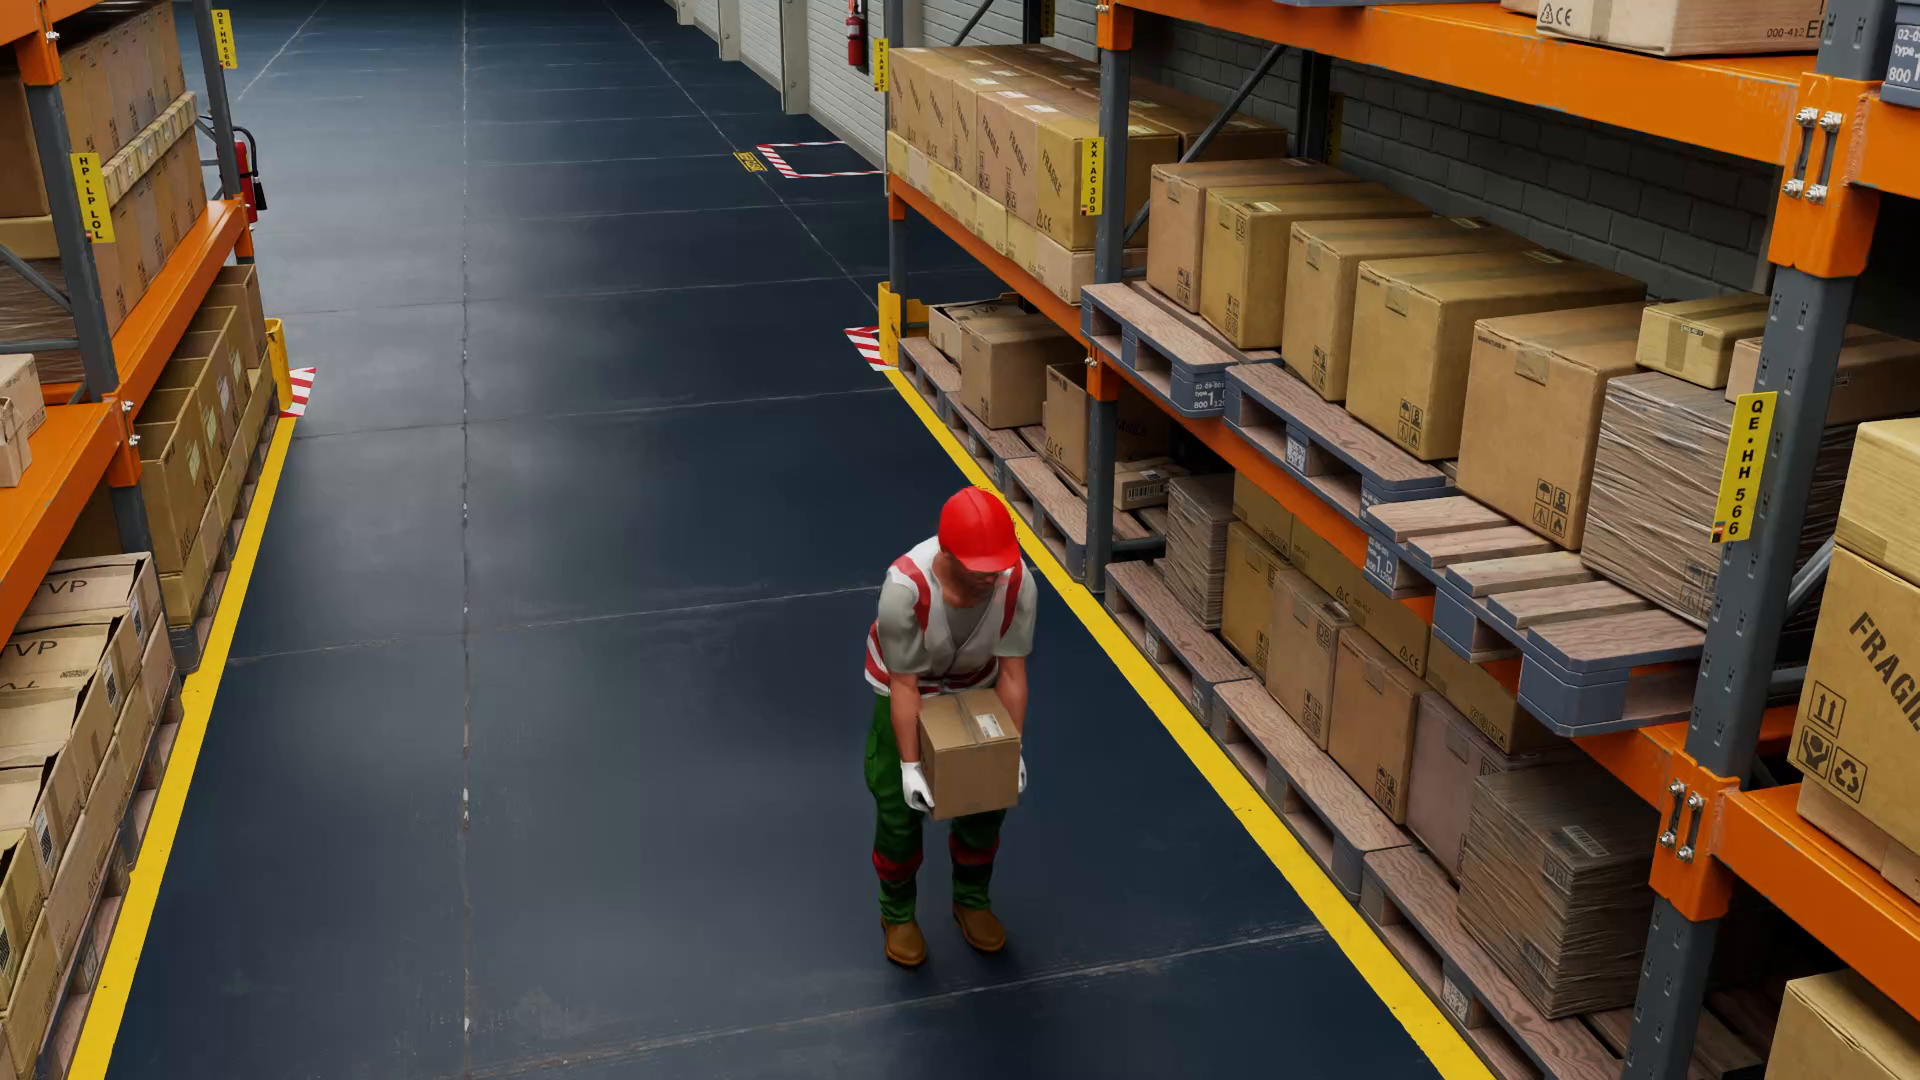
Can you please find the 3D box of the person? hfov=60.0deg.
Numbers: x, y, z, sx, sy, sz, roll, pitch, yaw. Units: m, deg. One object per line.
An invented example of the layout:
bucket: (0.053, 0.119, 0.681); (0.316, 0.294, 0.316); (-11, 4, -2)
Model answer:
person: (-0.021, 0.555, 4.908); (0.482, 1.654, 0.715); (-7, 24, -15)
